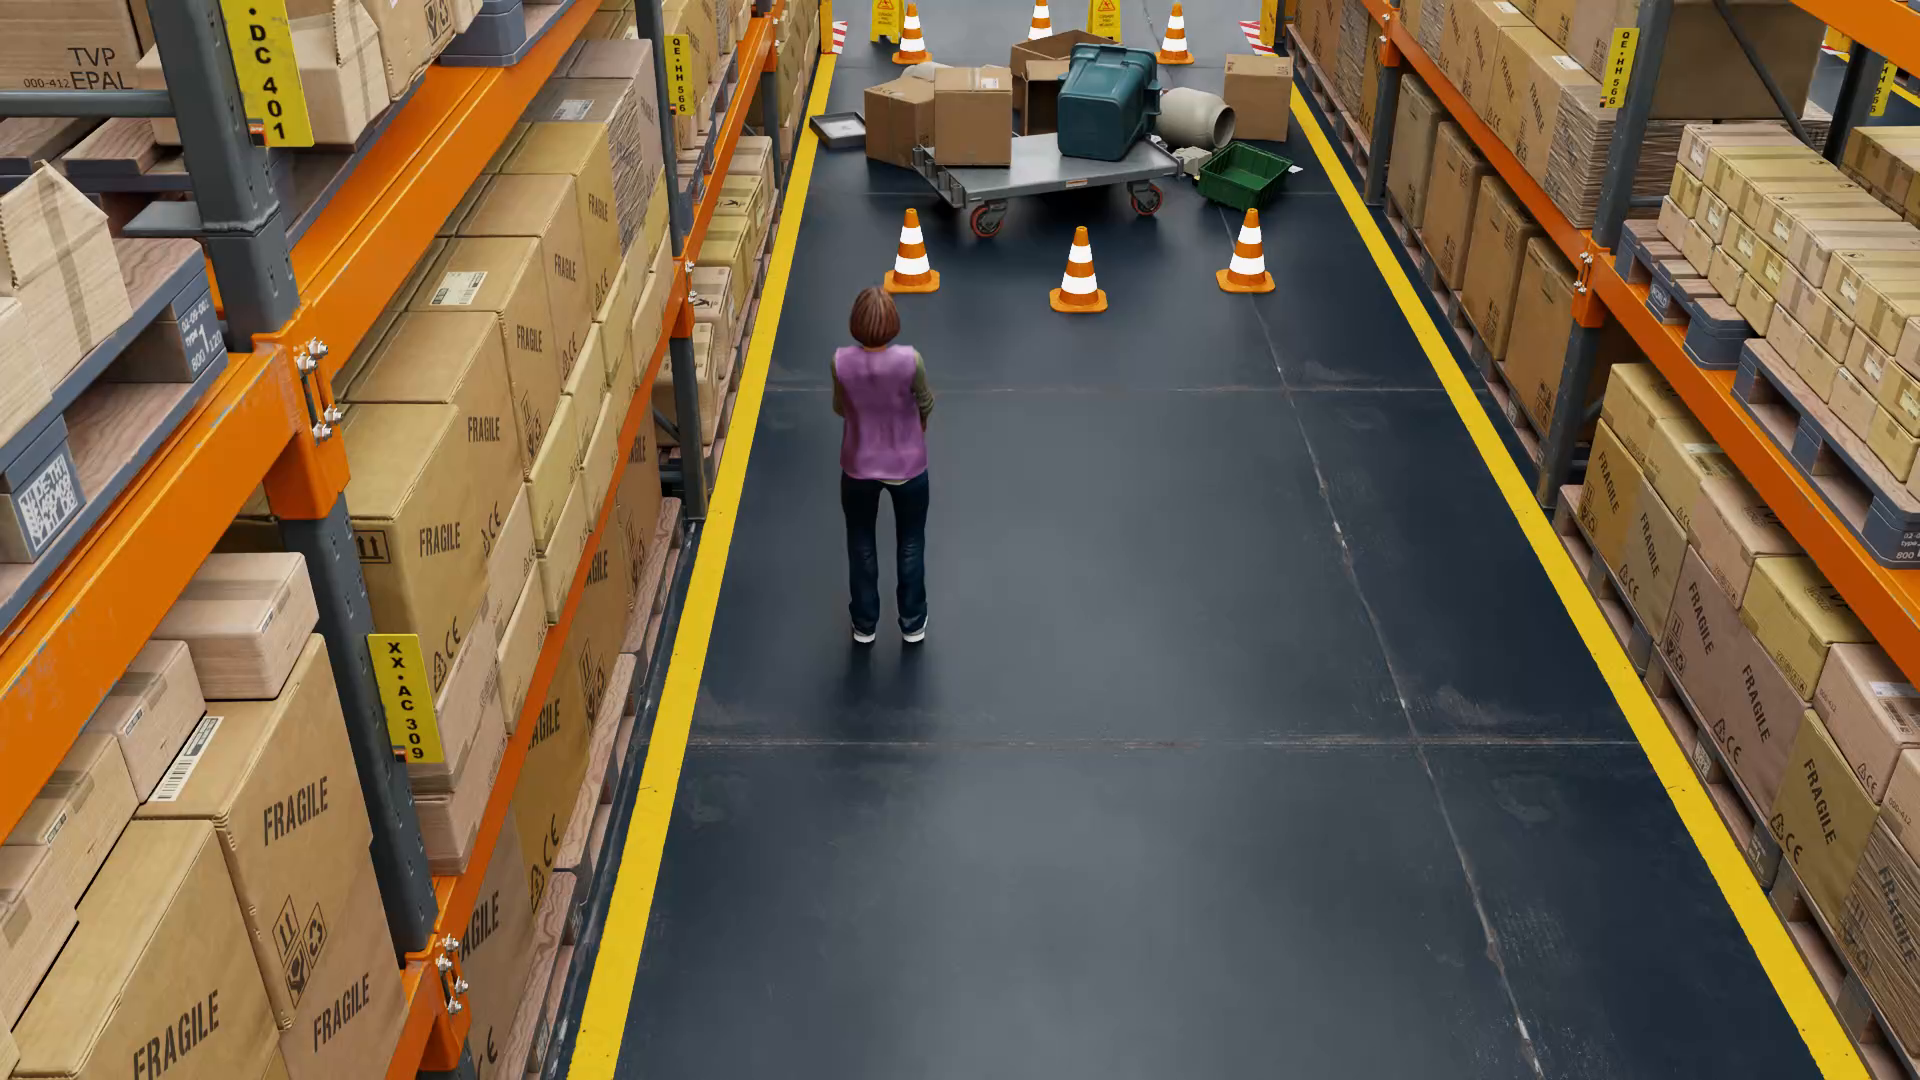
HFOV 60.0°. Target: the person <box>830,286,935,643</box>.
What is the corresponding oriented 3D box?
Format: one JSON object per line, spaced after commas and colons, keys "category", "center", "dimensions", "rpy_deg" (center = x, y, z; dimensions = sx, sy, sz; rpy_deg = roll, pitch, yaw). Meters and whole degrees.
{"category": "person", "center": [-0.301, -0.328, 6.677], "dimensions": [0.404, 1.591, 0.496], "rpy_deg": [0, 32, 1]}
